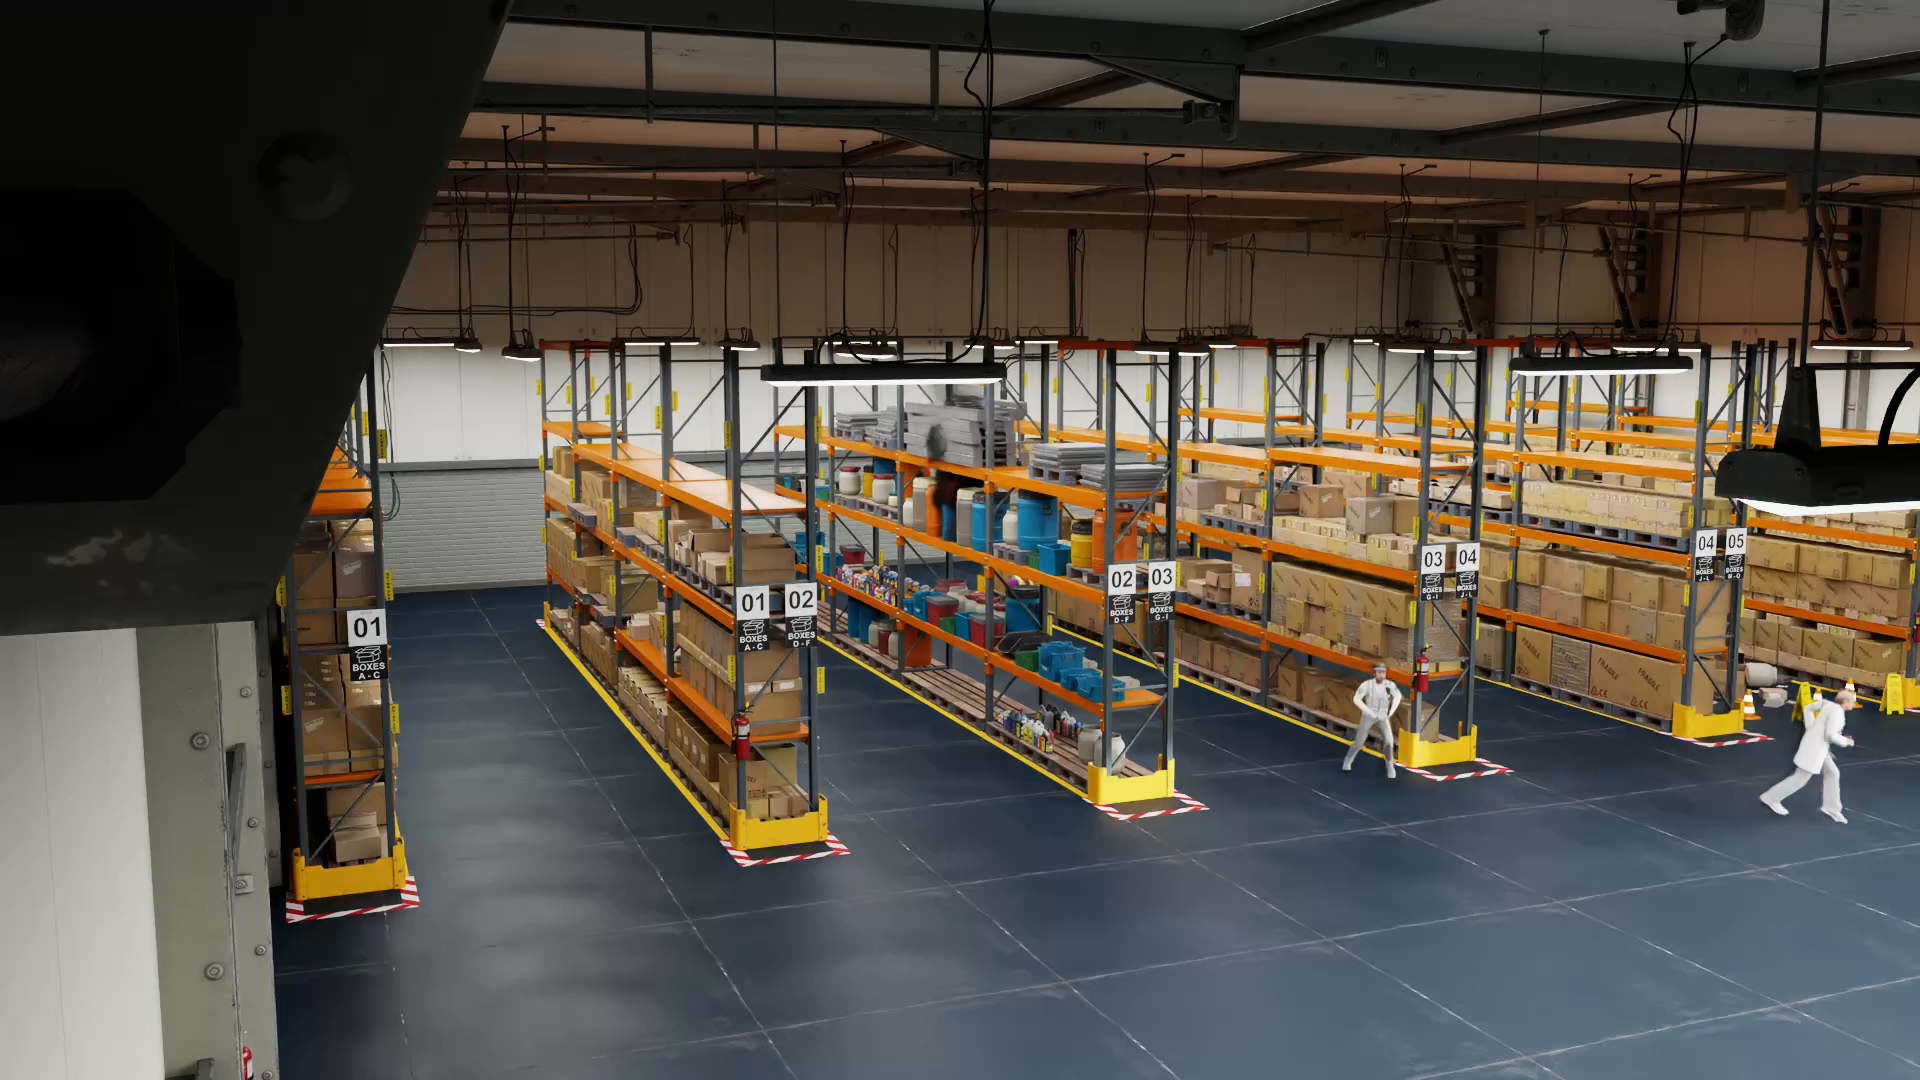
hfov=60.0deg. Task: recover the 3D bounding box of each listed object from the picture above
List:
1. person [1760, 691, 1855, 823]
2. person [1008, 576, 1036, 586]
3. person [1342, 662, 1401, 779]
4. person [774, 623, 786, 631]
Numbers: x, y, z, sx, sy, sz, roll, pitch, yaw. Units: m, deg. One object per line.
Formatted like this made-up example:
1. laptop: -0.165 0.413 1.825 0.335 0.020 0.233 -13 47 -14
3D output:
1. person: 10.838 2.759 21.269 1.060 1.745 0.754 2 8 12
2. person: 1.258 1.213 32.280 0.711 1.592 0.854 -4 9 -30
3. person: 5.822 2.504 23.353 0.786 1.641 0.676 0 7 -2
4. person: -3.204 1.509 30.304 0.566 1.492 1.079 -3 8 -20
